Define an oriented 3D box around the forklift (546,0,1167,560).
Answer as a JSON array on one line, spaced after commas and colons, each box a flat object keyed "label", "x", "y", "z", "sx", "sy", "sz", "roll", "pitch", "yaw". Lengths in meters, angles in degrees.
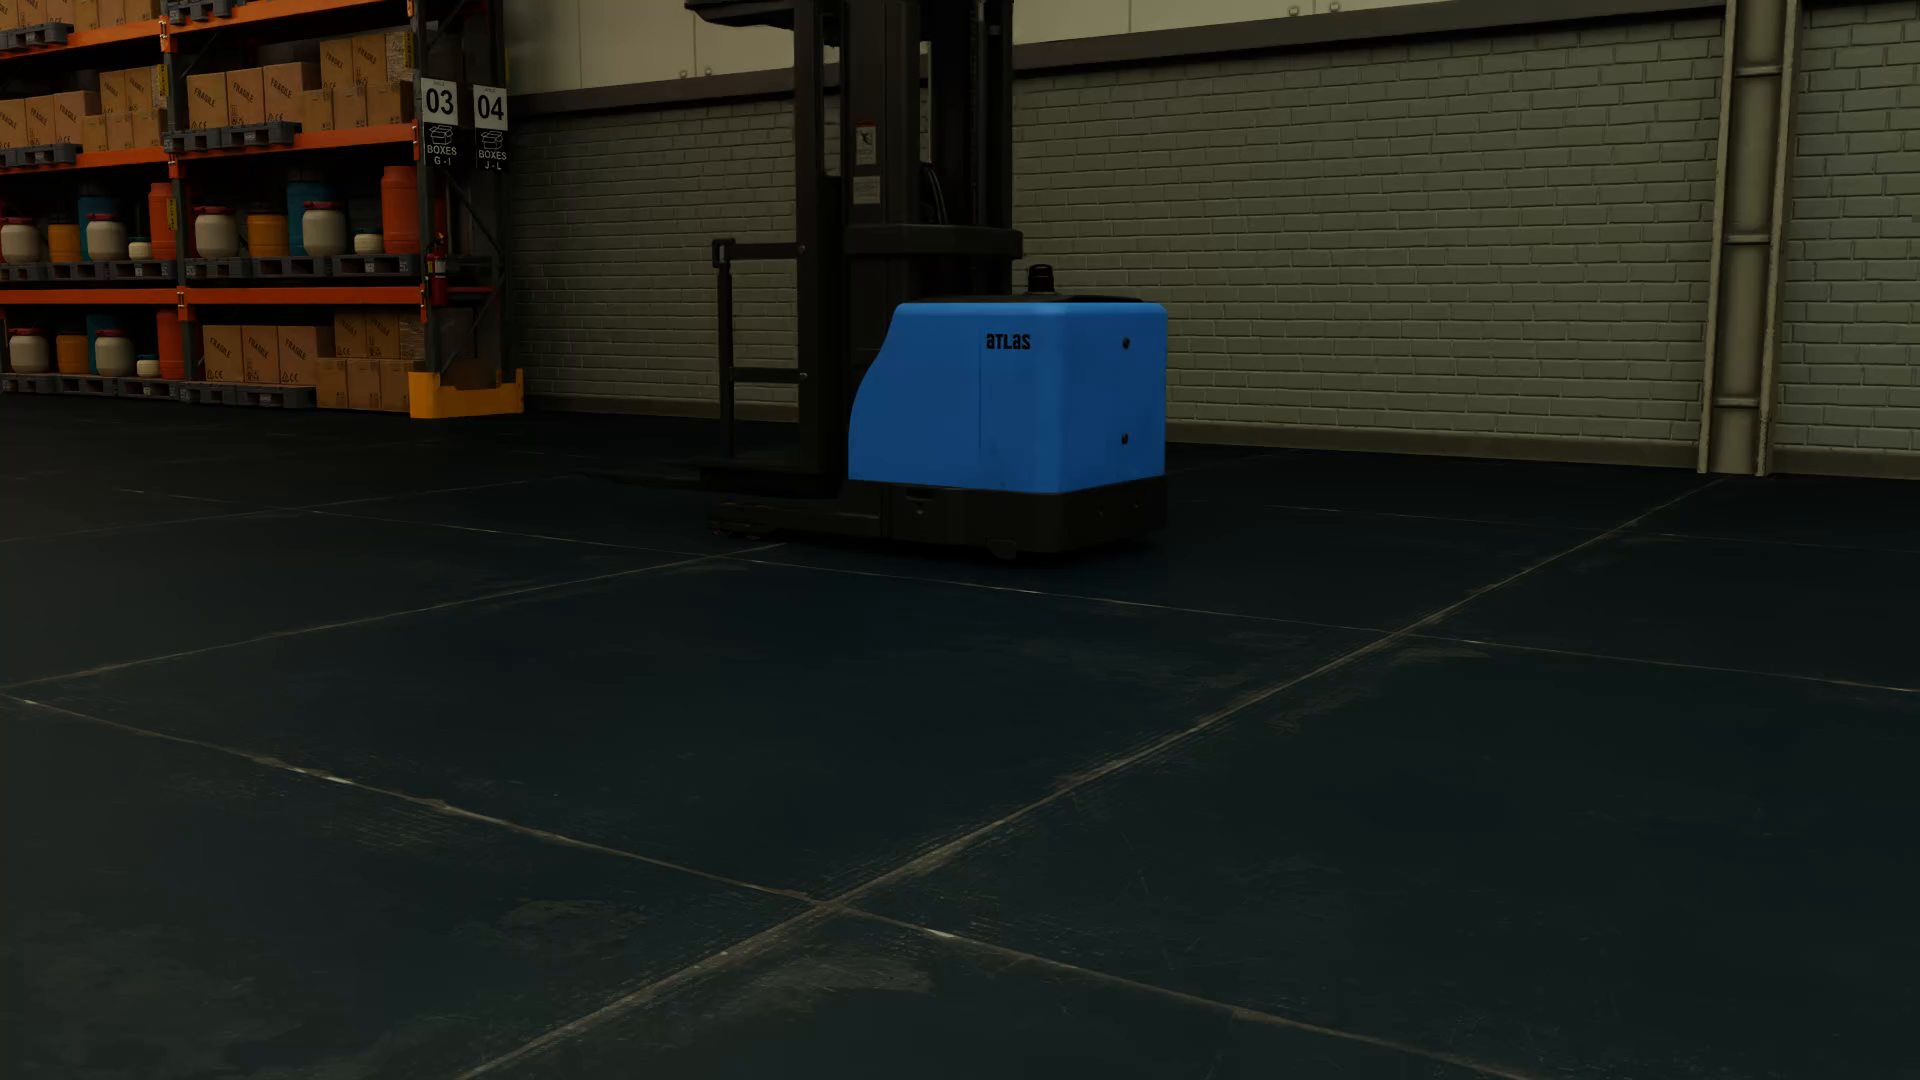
[{"label": "forklift", "x": -0.600, "y": -1.496, "z": 7.717, "sx": 3.031, "sy": 2.935, "sz": 1.130, "roll": 5, "pitch": 9, "yaw": 29}]
